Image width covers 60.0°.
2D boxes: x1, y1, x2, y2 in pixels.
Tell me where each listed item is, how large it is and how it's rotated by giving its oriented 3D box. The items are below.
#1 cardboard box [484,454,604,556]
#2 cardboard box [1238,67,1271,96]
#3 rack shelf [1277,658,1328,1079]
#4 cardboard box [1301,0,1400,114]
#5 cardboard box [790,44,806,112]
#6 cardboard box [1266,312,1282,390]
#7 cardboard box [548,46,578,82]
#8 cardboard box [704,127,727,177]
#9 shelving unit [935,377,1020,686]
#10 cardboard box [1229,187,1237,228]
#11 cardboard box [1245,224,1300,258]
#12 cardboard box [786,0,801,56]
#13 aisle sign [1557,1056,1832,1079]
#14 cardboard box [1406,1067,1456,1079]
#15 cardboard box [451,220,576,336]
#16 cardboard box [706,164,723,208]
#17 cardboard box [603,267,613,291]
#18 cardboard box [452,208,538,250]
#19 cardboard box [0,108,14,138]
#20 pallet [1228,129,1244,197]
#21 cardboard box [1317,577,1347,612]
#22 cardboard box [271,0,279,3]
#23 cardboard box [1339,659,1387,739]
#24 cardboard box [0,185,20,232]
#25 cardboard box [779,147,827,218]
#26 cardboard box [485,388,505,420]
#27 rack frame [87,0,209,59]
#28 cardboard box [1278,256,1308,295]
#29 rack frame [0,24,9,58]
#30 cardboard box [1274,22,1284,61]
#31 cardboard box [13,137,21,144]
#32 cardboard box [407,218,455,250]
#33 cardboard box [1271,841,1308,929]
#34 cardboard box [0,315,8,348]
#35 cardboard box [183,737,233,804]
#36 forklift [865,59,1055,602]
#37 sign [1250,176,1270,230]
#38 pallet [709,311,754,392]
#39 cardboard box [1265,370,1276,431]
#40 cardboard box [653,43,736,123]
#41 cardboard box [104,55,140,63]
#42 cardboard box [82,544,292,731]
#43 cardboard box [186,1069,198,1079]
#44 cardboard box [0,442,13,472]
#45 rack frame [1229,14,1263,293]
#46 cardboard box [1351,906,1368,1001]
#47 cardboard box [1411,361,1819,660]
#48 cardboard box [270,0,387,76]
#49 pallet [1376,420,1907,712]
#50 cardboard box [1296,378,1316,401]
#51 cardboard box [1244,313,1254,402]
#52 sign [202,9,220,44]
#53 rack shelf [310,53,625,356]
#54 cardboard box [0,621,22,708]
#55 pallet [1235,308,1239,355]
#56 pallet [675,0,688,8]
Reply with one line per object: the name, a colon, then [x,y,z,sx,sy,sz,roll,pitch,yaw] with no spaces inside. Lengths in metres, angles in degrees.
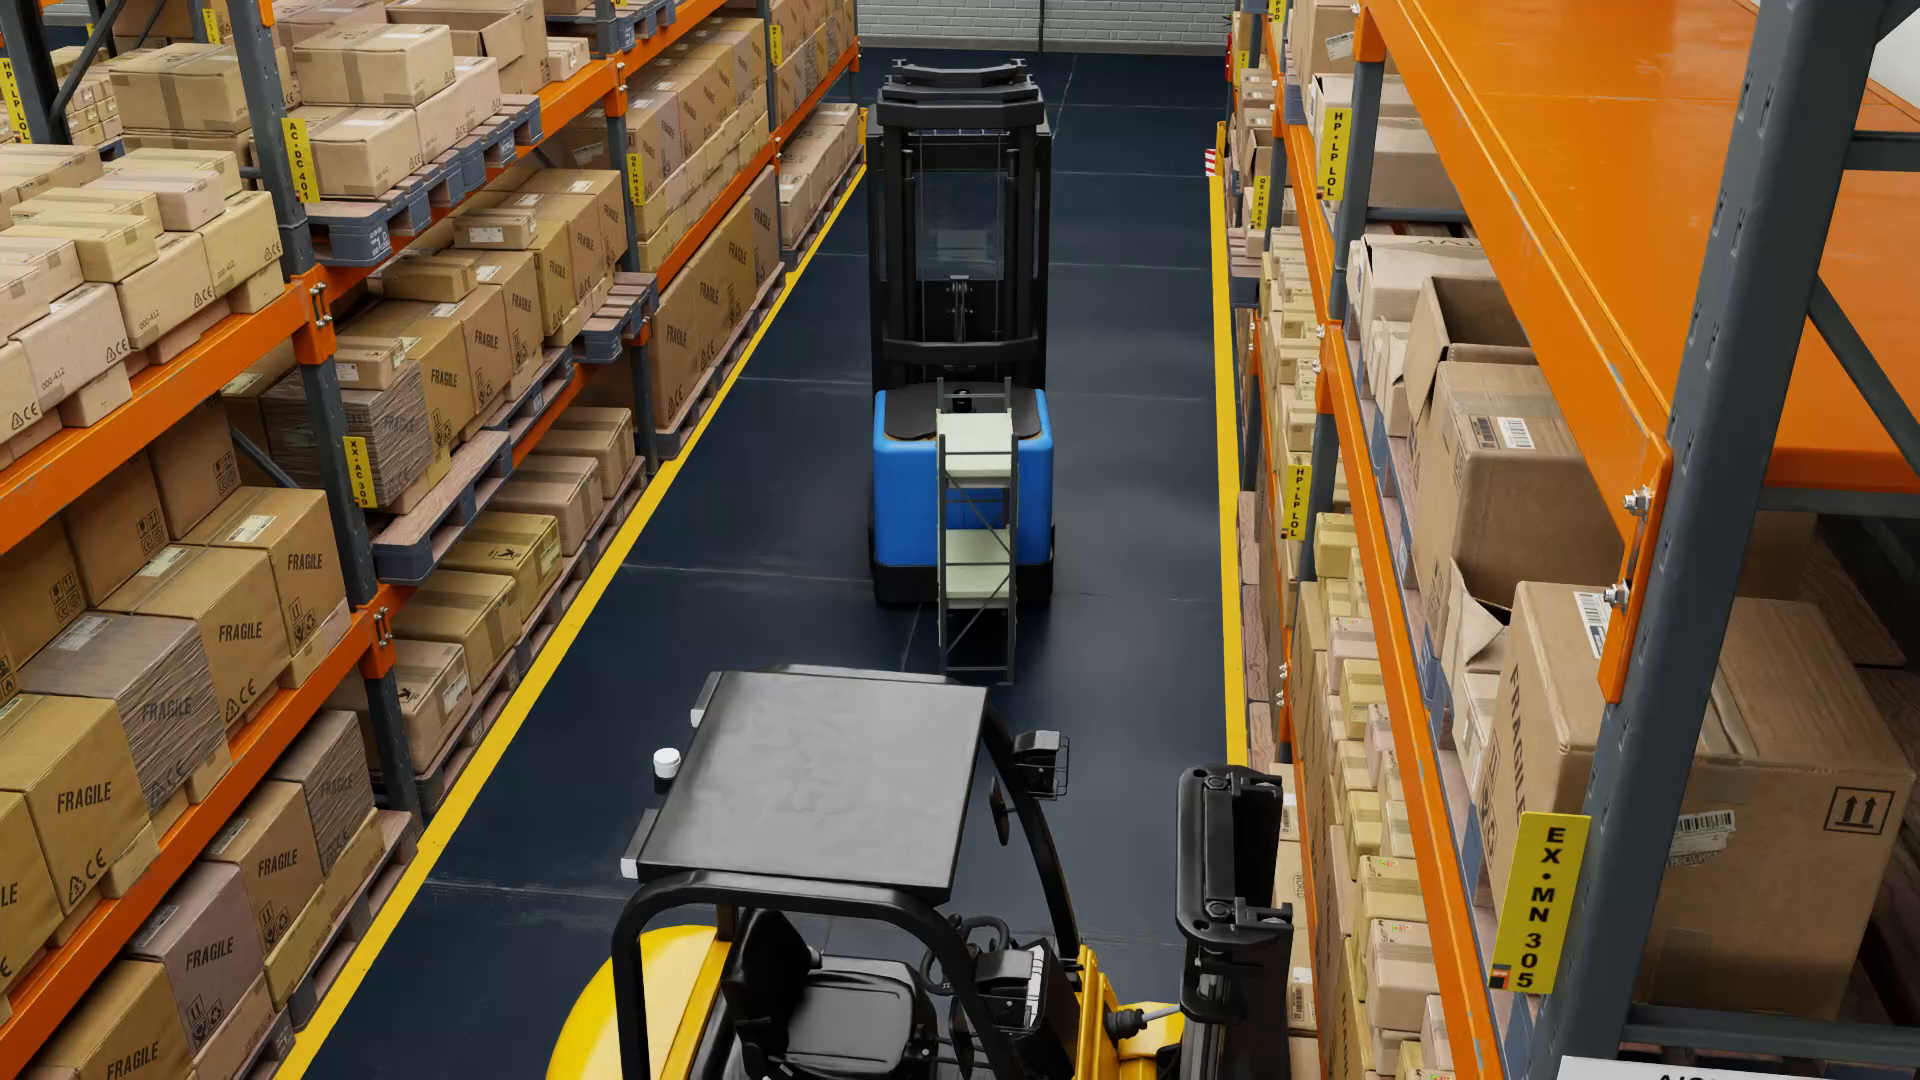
cardboard box: [-2.737,-0.228,10.131,0.950,0.372,0.625,3,28,5]
cardboard box: [2.708,-3.965,14.584,0.500,0.250,0.500,3,29,6]
rack shelf: [1.616,1.614,5.141,1.077,0.370,4.000,3,28,6]
cardboard box: [1.896,-2.314,7.859,0.500,0.500,0.500,4,29,7]
cardboard box: [-1.703,-4.183,15.038,0.500,0.500,0.500,4,29,7]
cardboard box: [1.910,-1.005,8.876,0.500,0.250,0.500,3,28,5]
cardboard box: [-2.428,-2.745,9.578,0.380,0.149,0.250,3,28,6]
cardboard box: [-2.056,-2.907,12.406,0.500,0.250,0.500,4,29,7]
shelving unit: [0.085,-0.044,9.043,0.431,1.500,0.755,-1,28,-1]
cardboard box: [2.892,-3.206,15.522,0.700,0.500,0.500,2,28,4]
cardboard box: [2.051,-1.932,10.788,0.380,0.149,0.250,4,29,7]
cardboard box: [-1.719,-4.628,14.810,0.500,0.500,0.500,3,28,6]
aisle sign: [1.071,1.108,2.581,0.394,0.787,0.004,3,28,6]
cardboard box: [1.210,1.355,3.761,0.380,0.149,0.250,4,29,7]
cardboard box: [-2.469,-1.461,9.230,0.500,0.500,0.500,1,28,3]
cardboard box: [-2.094,-2.685,12.521,0.500,0.250,0.500,3,28,6]
cardboard box: [-2.343,-1.589,10.151,0.380,0.149,0.250,4,29,7]
cardboard box: [-2.496,-1.672,8.938,0.380,0.149,0.250,2,28,4]
cardboard box: [-7.123,-3.090,12.310,0.380,0.149,0.250,5,29,9]
pallet: [2.635,-2.955,13.067,1.003,0.211,1.213,3,28,6]
cardboard box: [1.561,0.161,6.291,0.380,0.149,0.250,3,28,5]
cardboard box: [-6.573,-5.230,15.614,0.500,0.500,0.500,4,29,7]
cardboard box: [1.424,0.516,5.318,0.380,0.149,0.250,3,28,5]
cardboard box: [-3.473,-1.114,5.709,0.380,0.149,0.250,2,28,5]
cardboard box: [-1.793,-3.464,16.068,0.875,0.438,0.875,3,28,5]
cardboard box: [-2.581,-0.736,8.568,0.380,0.149,0.250,4,29,7]
rack frame: [-7.011,-3.936,14.686,1.000,3.000,0.127,3,28,6]
cardboard box: [1.982,-1.475,9.328,0.380,0.149,0.250,4,29,8]
rack frame: [-11.431,-6.155,18.804,1.000,3.000,0.127,3,28,6]
cardboard box: [2.173,-3.037,10.012,0.500,0.250,0.500,2,28,5]
cardboard box: [-7.120,-2.964,12.390,0.380,0.149,0.250,3,28,6]
cardboard box: [-2.976,-1.479,9.262,0.500,0.500,0.500,4,29,7]
cardboard box: [1.417,1.391,6.199,0.500,0.250,0.500,3,28,6]
cardboard box: [-2.983,-0.594,4.744,0.380,0.149,0.250,4,29,7]
cardboard box: [-2.924,0.828,6.108,0.380,0.149,0.250,3,28,5]
forklift: [-0.015,-1.586,10.395,1.130,2.935,3.031,-1,28,-1]
sign: [1.811,-2.029,10.008,0.100,0.325,0.005,3,28,6]
pallet: [-2.252,-1.525,13.150,1.003,0.211,1.213,3,28,6]
cardboard box: [1.931,-0.787,8.998,0.500,0.250,0.500,2,28,5]
cardboard box: [-2.029,-3.474,12.668,0.500,0.500,0.500,4,29,8]
cardboard box: [-6.898,-3.946,13.898,0.380,0.149,0.250,3,28,5]
cardboard box: [-2.930,0.361,6.291,0.500,0.500,0.500,4,29,8]
cardboard box: [-3.058,2.117,5.906,0.500,0.250,0.500,5,29,10]
cardboard box: [-3.086,-0.252,4.950,0.380,0.149,0.250,3,28,6]
rack frame: [2.841,-3.409,13.708,1.000,3.000,0.127,3,28,6]
cardboard box: [1.268,1.125,4.502,0.380,0.149,0.250,4,29,7]
cardboard box: [1.408,-0.053,3.662,0.700,0.500,0.500,4,29,7]
cardboard box: [-3.018,-2.352,7.770,0.500,0.250,0.500,4,29,7]
pallet: [1.630,0.050,4.217,1.003,0.211,1.213,3,28,6]
cardboard box: [1.773,-0.633,7.765,0.380,0.149,0.250,3,28,5]
cardboard box: [2.323,-1.304,11.993,0.500,0.500,0.500,5,29,8]
sign: [-6.460,-4.415,14.355,0.100,0.325,0.005,3,28,6]
rack shelf: [-2.821,-1.876,8.457,1.077,0.370,4.000,3,28,6]
cardboard box: [-3.481,0.374,5.213,0.700,0.500,0.500,3,28,6]
pallet: [2.779,-1.797,13.655,1.003,0.211,1.213,3,28,6]
pallet: [-2.415,-3.883,11.624,1.003,0.211,1.213,5,29,9]
